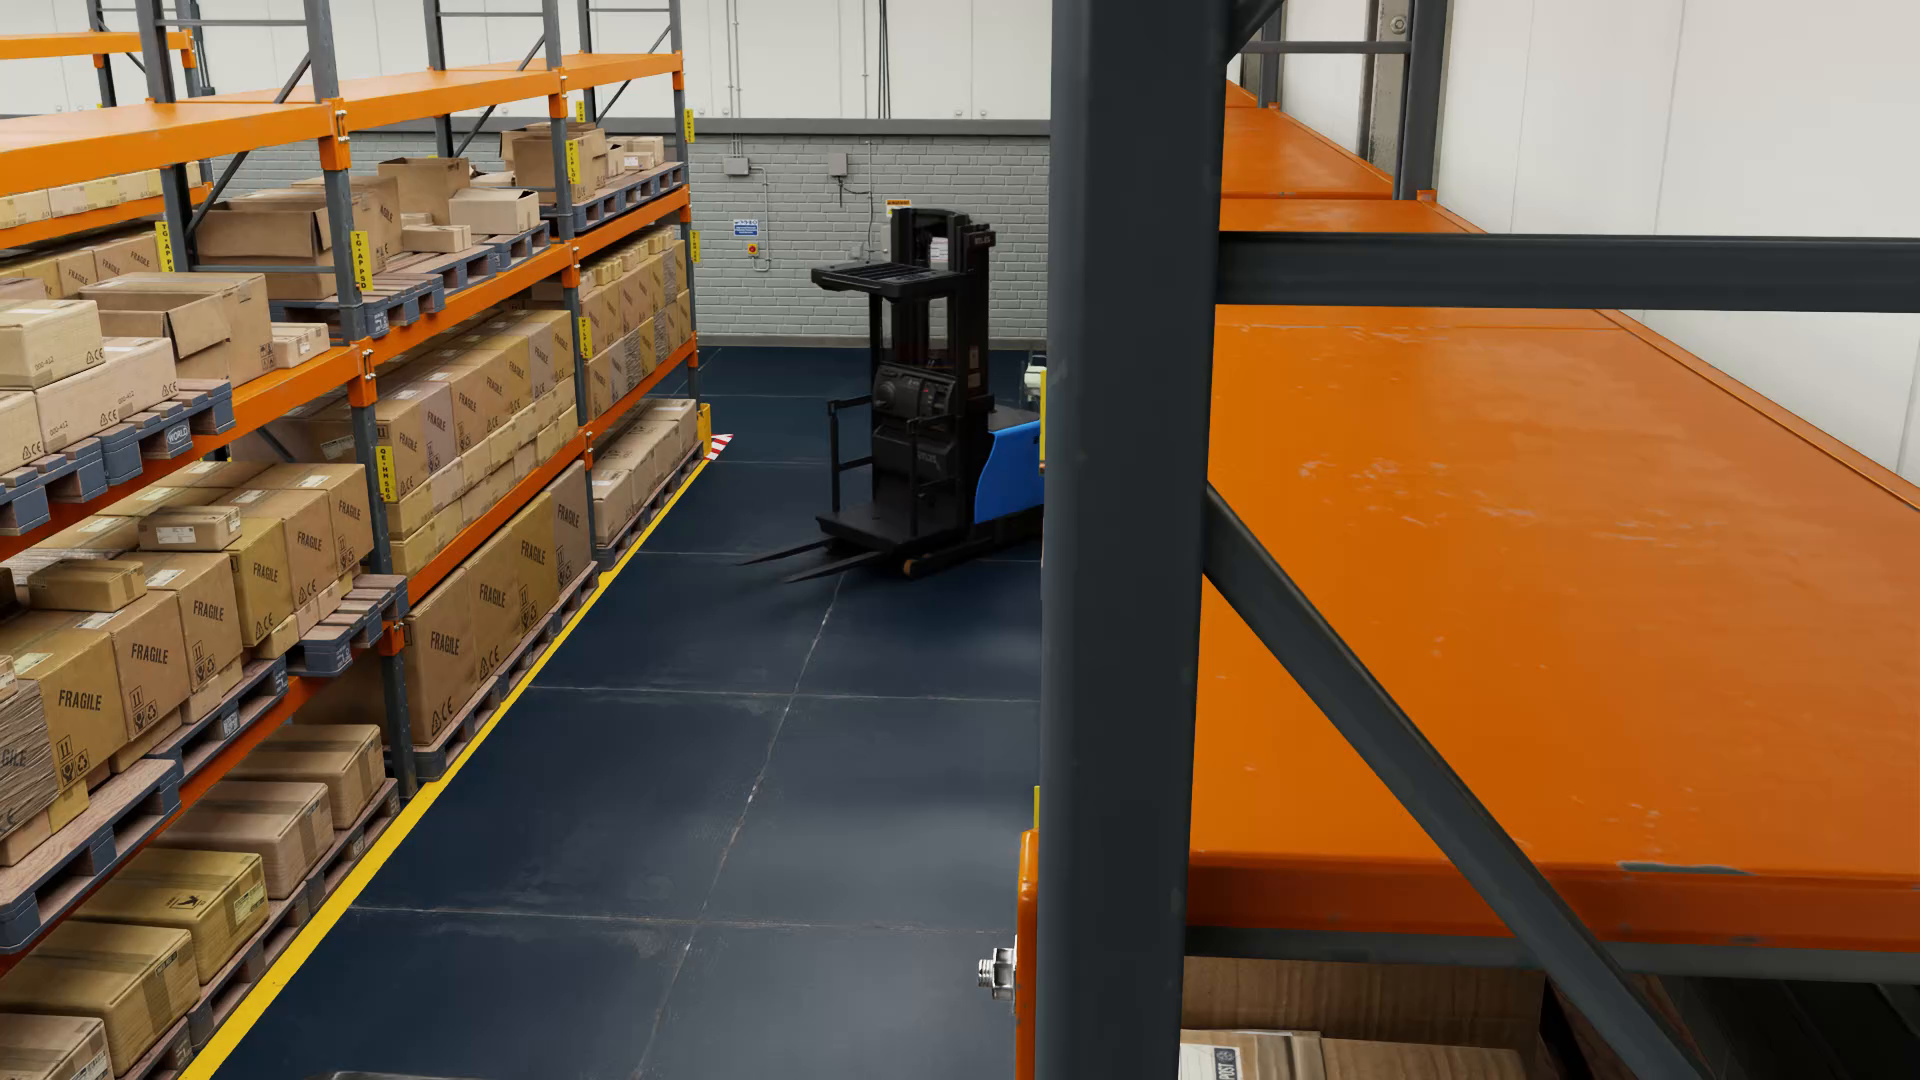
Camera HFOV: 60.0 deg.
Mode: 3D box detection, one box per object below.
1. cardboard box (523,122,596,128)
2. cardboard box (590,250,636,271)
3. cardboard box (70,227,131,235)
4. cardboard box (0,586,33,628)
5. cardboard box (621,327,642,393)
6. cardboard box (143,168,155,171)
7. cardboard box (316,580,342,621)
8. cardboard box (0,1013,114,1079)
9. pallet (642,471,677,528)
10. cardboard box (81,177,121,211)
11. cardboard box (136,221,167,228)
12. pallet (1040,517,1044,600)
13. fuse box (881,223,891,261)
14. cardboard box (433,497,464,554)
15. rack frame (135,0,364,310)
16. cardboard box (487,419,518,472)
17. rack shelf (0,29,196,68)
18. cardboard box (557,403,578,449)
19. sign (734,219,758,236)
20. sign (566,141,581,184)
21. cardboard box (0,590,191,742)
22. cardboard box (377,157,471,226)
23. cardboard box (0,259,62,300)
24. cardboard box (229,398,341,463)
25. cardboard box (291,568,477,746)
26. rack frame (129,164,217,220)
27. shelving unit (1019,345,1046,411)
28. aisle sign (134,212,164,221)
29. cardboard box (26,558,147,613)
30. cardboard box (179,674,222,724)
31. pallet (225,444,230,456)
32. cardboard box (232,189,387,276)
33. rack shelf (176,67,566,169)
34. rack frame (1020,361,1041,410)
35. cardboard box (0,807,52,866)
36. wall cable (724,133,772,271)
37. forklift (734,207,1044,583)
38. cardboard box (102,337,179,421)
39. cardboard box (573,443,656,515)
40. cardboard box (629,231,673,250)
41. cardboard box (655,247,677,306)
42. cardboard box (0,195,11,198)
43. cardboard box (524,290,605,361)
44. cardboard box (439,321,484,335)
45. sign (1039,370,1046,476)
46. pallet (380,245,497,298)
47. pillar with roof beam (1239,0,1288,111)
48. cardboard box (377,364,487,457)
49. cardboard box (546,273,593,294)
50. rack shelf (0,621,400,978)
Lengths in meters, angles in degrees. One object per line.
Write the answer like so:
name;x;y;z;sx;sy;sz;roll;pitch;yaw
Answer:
cardboard box;-3.551;-3.455;14.839;0.500;0.500;0.500;2;18;5
cardboard box;-3.134;-2.512;14.963;0.380;0.149;0.250;1;18;4
cardboard box;-8.528;-2.811;16.440;0.500;0.500;0.500;2;18;6
cardboard box;-4.236;0.518;7.214;0.500;0.500;0.500;2;18;6
cardboard box;-3.167;-1.614;14.870;0.500;0.500;0.500;1;18;4
cardboard box;-8.016;-3.722;16.084;0.500;0.250;0.500;1;18;2
cardboard box;-3.540;0.317;8.866;0.380;0.149;0.250;1;18;3
cardboard box;-4.082;2.255;6.770;0.950;0.372;0.625;2;18;5
pallet;-3.326;-0.405;15.821;1.003;0.211;1.213;1;18;4
cardboard box;-8.067;-3.166;15.193;0.500;0.250;0.500;2;18;6
cardboard box;-7.986;-2.954;16.876;0.500;0.500;0.500;1;18;3
pallet;1.099;0.115;10.063;1.213;0.211;1.003;1;18;4
fuse box;-0.791;-3.406;22.568;0.539;1.711;0.414;1;18;4
cardboard box;-3.525;-0.109;10.678;0.500;0.250;0.500;1;18;2
rack frame;-3.830;-2.724;8.786;1.000;3.000;0.127;1;18;4
cardboard box;-3.412;-0.664;11.570;0.500;0.250;0.500;2;18;5
rack shelf;-8.345;-4.324;14.827;1.077;0.370;4.000;1;18;4
cardboard box;-3.324;-0.900;13.092;0.500;0.250;0.500;1;18;3
sign;-2.920;-4.259;22.668;0.327;0.218;0.001;1;18;4
sign;-3.002;-2.927;12.887;0.100;0.325;0.005;1;18;4
cardboard box;-3.713;0.532;7.169;0.500;0.500;0.500;1;18;4
cardboard box;-3.896;-2.521;12.148;0.500;0.500;0.500;1;18;3
cardboard box;-8.191;-2.155;14.439;0.500;0.500;0.500;1;18;2
cardboard box;-4.054;-0.563;10.057;0.500;0.500;0.500;1;18;2
cardboard box;-3.698;0.724;10.635;0.875;0.875;0.875;1;18;3
rack frame;-8.201;-2.437;17.544;1.000;3.000;0.127;1;18;4
shelving unit;0.802;-1.015;15.610;0.431;1.500;0.755;3;18;8
aisle sign;-8.495;-3.702;17.229;0.394;0.787;0.004;1;18;4
cardboard box;-3.755;0.194;7.159;0.380;0.149;0.250;2;18;7
cardboard box;-3.641;0.720;7.638;0.380;0.149;0.250;2;18;6
pallet;-8.300;-0.837;17.139;1.003;0.211;1.213;1;18;4
cardboard box;-3.949;-1.858;10.123;0.700;0.500;0.500;0;18;1
rack shelf;-3.687;-2.814;10.856;1.077;0.370;4.000;1;18;4
rack frame;0.750;-0.902;15.266;0.400;1.500;0.023;3;18;8
cardboard box;-3.762;1.124;6.405;0.380;0.149;0.250;2;18;5
wall cable;-2.876;-4.608;22.486;0.585;1.953;0.123;1;18;4
forklift;-0.546;-1.250;14.030;3.031;2.935;1.130;-17;25;-42
cardboard box;-3.626;-0.672;6.906;0.500;0.250;0.500;1;18;3
cardboard box;-3.328;-0.569;15.281;0.875;0.438;0.875;1;18;2
cardboard box;-3.012;-2.912;16.184;0.380;0.149;0.250;1;18;3
cardboard box;-3.062;-2.563;16.161;0.500;0.500;0.500;1;18;4
cardboard box;-8.214;-2.931;13.671;0.500;0.250;0.500;2;18;6
cardboard box;-3.268;-1.781;13.775;0.500;0.500;0.500;1;18;4
cardboard box;-3.871;-1.350;12.459;0.500;0.500;0.500;1;18;4
sign;0.292;-0.351;5.025;0.100;0.325;0.005;1;18;4
pallet;-3.760;-1.758;10.956;1.003;0.211;1.213;2;18;6
pillar with roof beam;-1.937;-4.149;13.134;9.100;9.000;0.400;1;18;4
cardboard box;-3.473;-0.859;10.960;0.500;0.500;0.500;2;18;5
cardboard box;-3.260;-2.119;13.765;0.380;0.149;0.250;2;18;5
rack shelf;-3.974;1.089;7.936;1.077;0.370;4.000;1;18;4
